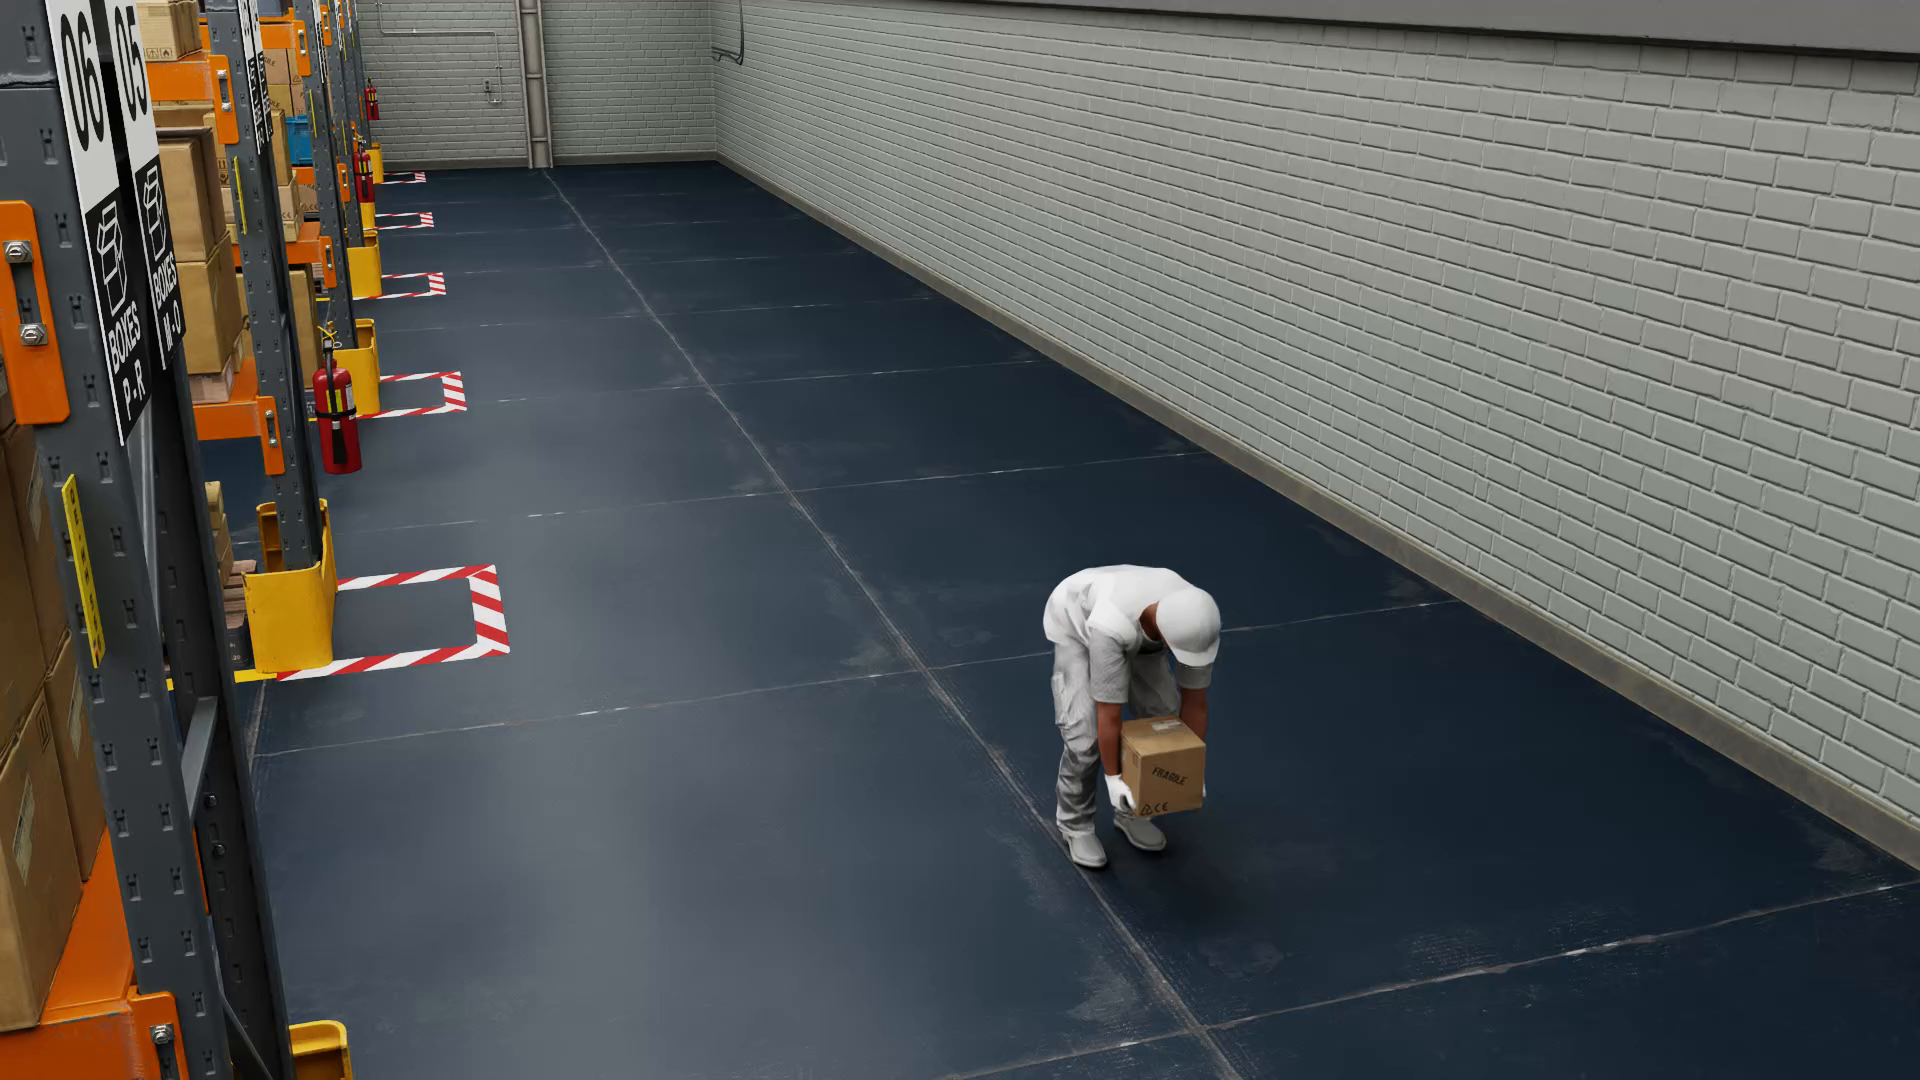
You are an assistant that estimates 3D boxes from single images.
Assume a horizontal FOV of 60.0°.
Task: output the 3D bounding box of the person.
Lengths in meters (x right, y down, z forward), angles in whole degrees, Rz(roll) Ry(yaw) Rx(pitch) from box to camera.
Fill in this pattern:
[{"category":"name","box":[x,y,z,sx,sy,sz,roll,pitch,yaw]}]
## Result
[{"category":"person","box":[0.641,0.455,5.970,0.504,0.864,0.953,-7,20,-19]}]
